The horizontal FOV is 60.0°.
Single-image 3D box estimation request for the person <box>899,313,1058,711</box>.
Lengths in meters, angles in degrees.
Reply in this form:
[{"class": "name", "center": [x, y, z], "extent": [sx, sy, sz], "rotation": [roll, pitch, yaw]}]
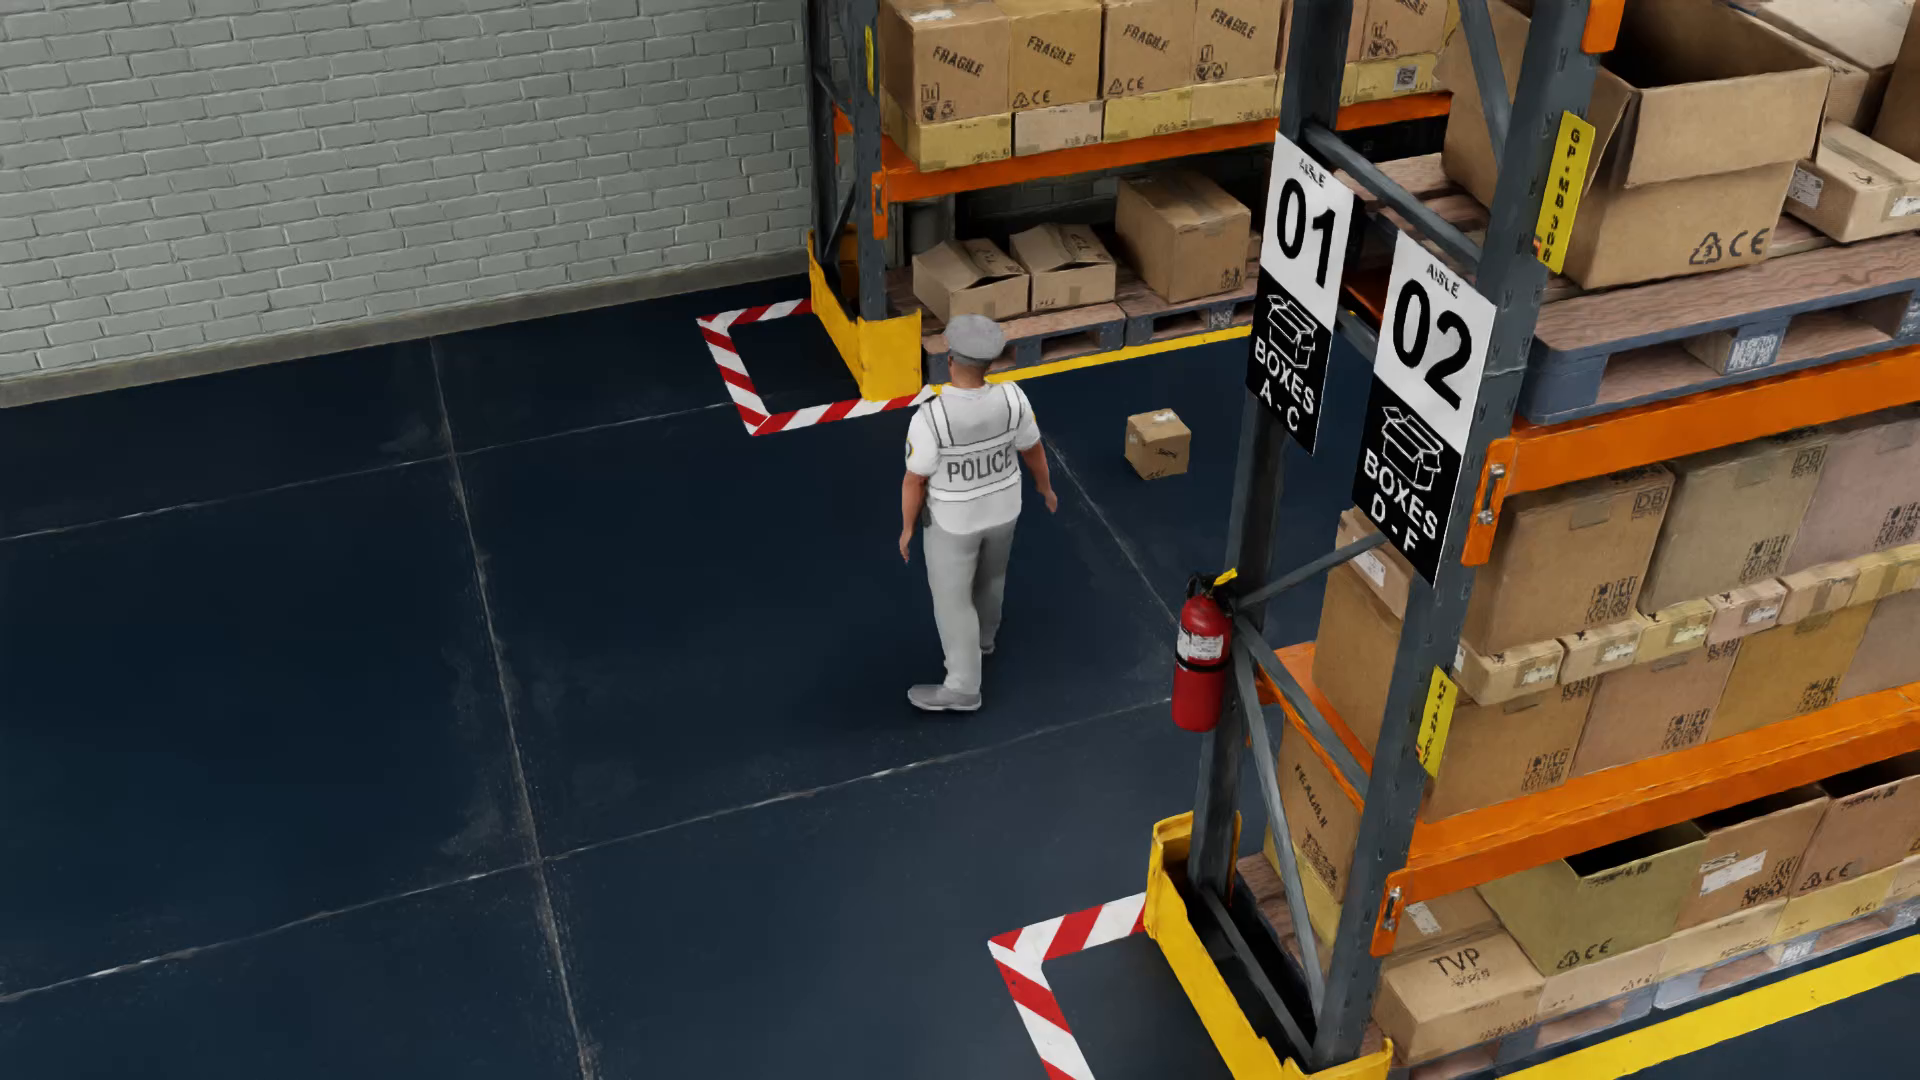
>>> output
[{"class": "person", "center": [0.056, -0.152, 6.958], "extent": [0.761, 1.748, 0.639], "rotation": [-18, 41, -22]}]
